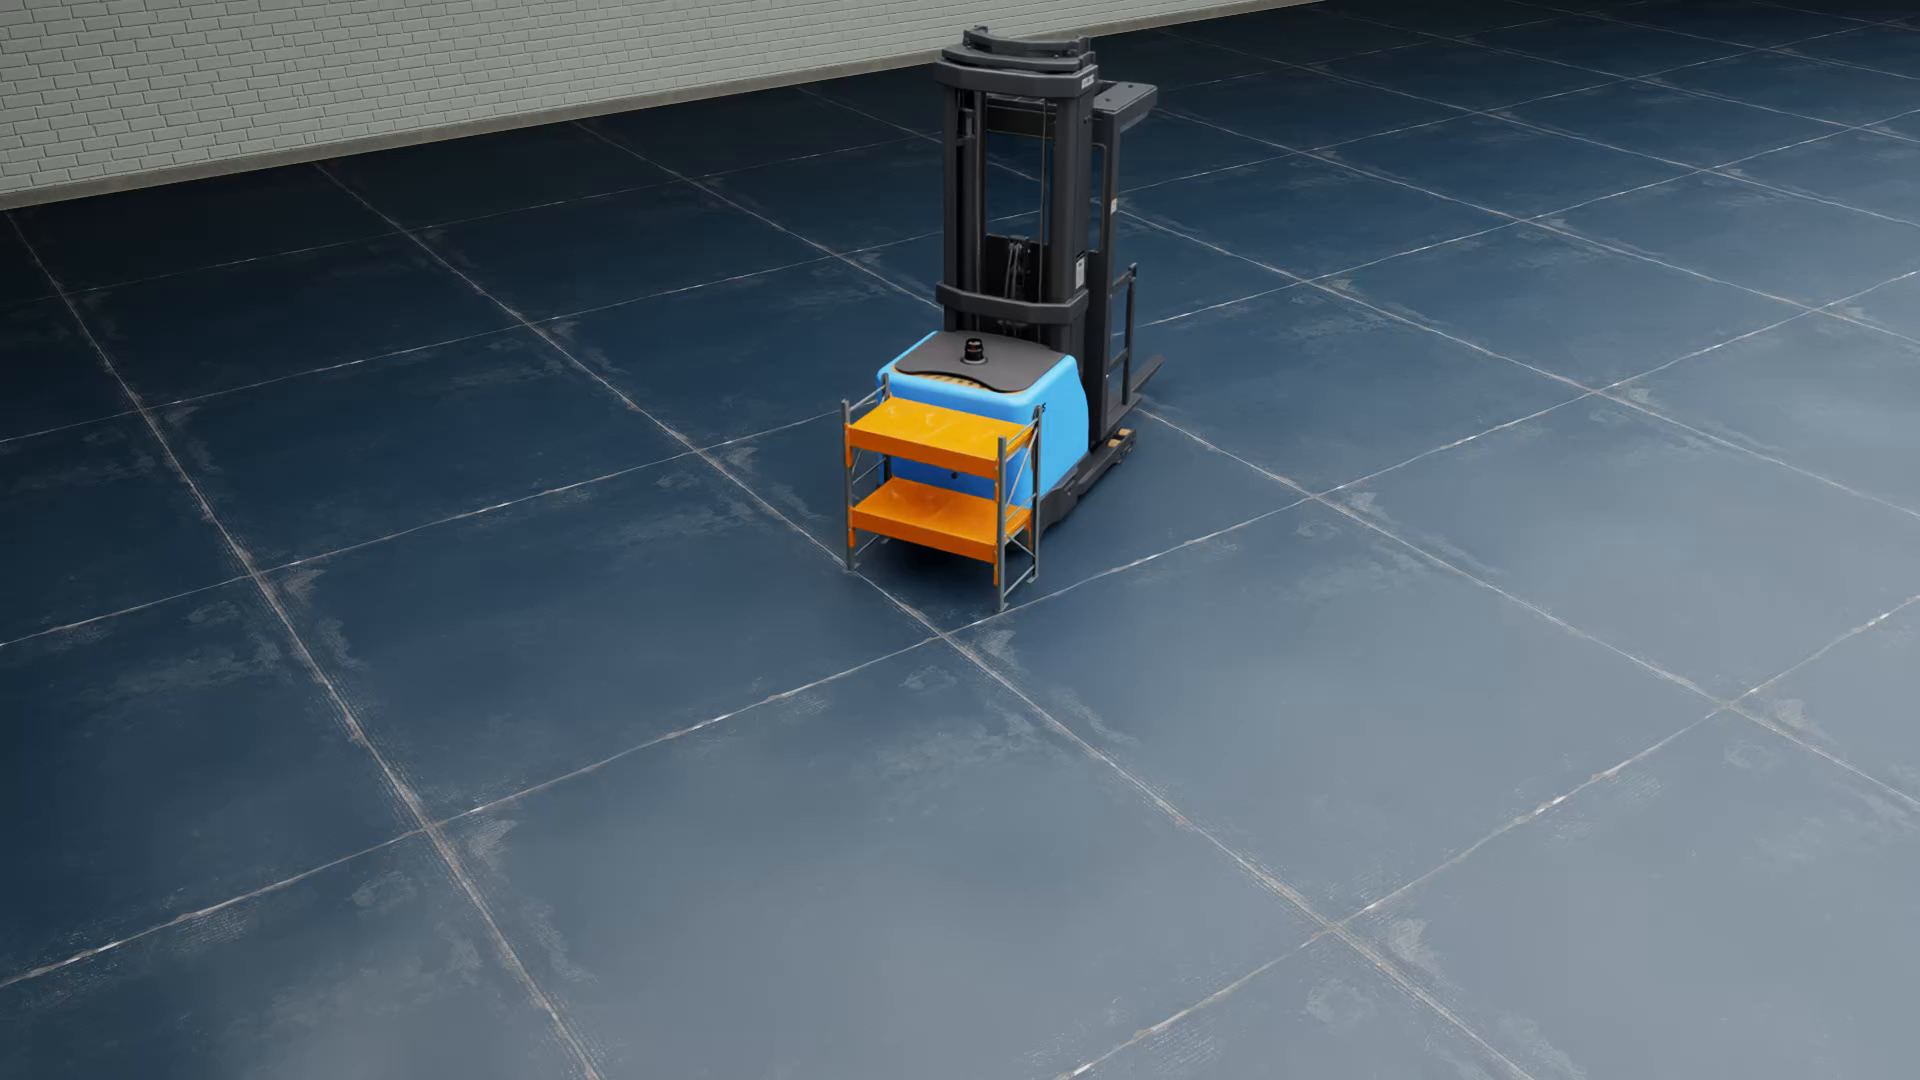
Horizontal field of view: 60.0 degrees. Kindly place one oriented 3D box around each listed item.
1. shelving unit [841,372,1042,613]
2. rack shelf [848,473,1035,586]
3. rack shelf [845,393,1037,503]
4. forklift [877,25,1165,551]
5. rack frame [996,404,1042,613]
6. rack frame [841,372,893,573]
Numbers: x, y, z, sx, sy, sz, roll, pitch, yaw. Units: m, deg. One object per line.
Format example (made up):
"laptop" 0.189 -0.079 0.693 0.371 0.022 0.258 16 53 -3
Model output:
"shelving unit" -0.108 -0.291 9.833 1.048 1.125 0.538 14 32 24
"rack shelf" -0.108 -0.076 9.950 1.000 0.278 0.538 14 32 24
"rack shelf" -0.108 -0.548 9.694 1.000 0.278 0.538 14 32 24
"forklift" 0.579 -1.899 10.903 1.130 2.935 3.031 13 31 23
"rack frame" 0.341 -0.176 9.623 0.032 1.125 0.500 14 32 24
"rack frame" -0.556 -0.405 10.044 0.032 1.125 0.500 14 32 24
